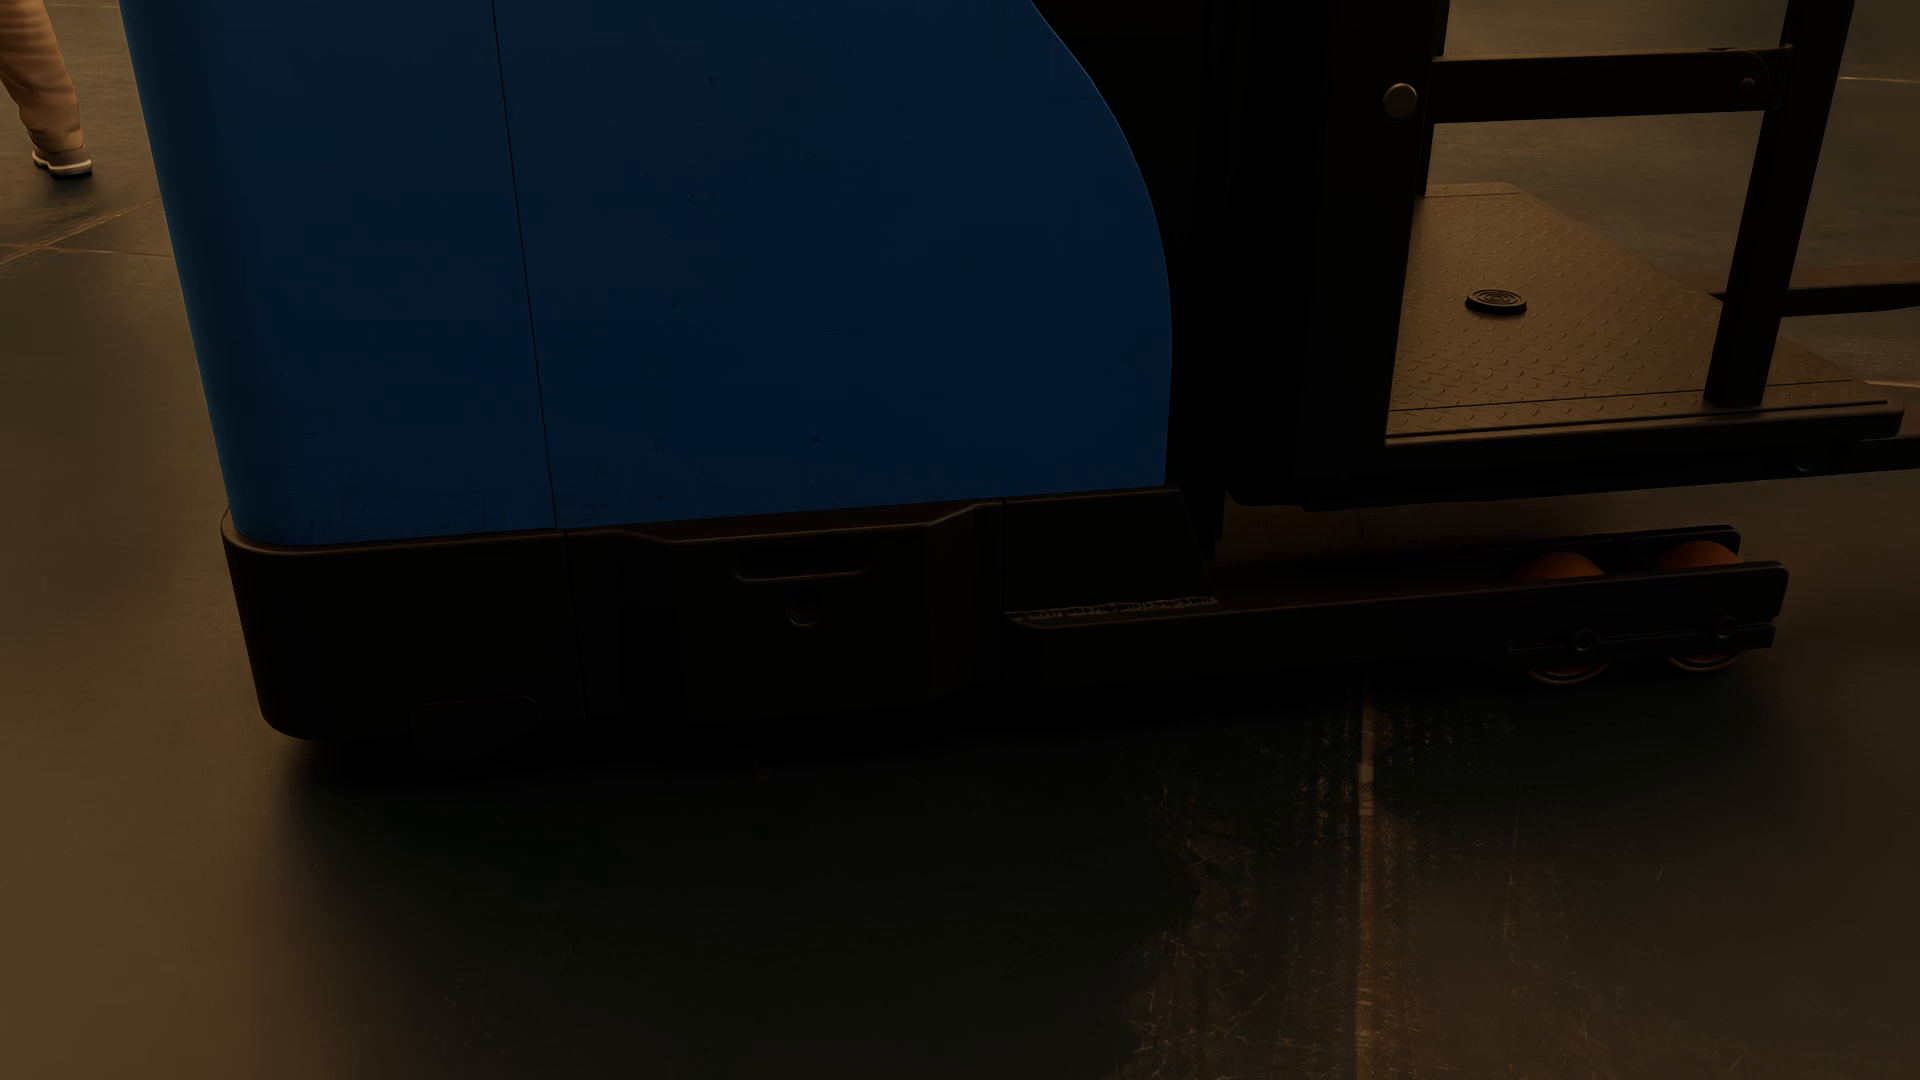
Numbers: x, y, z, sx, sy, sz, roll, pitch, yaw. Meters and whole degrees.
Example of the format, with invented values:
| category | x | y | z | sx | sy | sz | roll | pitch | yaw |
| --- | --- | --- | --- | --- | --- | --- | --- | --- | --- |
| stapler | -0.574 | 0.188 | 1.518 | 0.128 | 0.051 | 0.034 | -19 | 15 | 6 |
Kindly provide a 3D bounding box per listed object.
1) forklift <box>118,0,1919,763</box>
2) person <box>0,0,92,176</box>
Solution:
| category | x | y | z | sx | sy | sz | roll | pitch | yaw |
| --- | --- | --- | --- | --- | --- | --- | --- | --- | --- |
| forklift | 0.600 | -1.354 | 1.930 | 3.031 | 2.935 | 1.130 | -4 | 27 | -9 |
| person | -2.539 | -1.701 | 3.952 | 0.391 | 1.728 | 0.606 | 19 | 33 | 33 |
